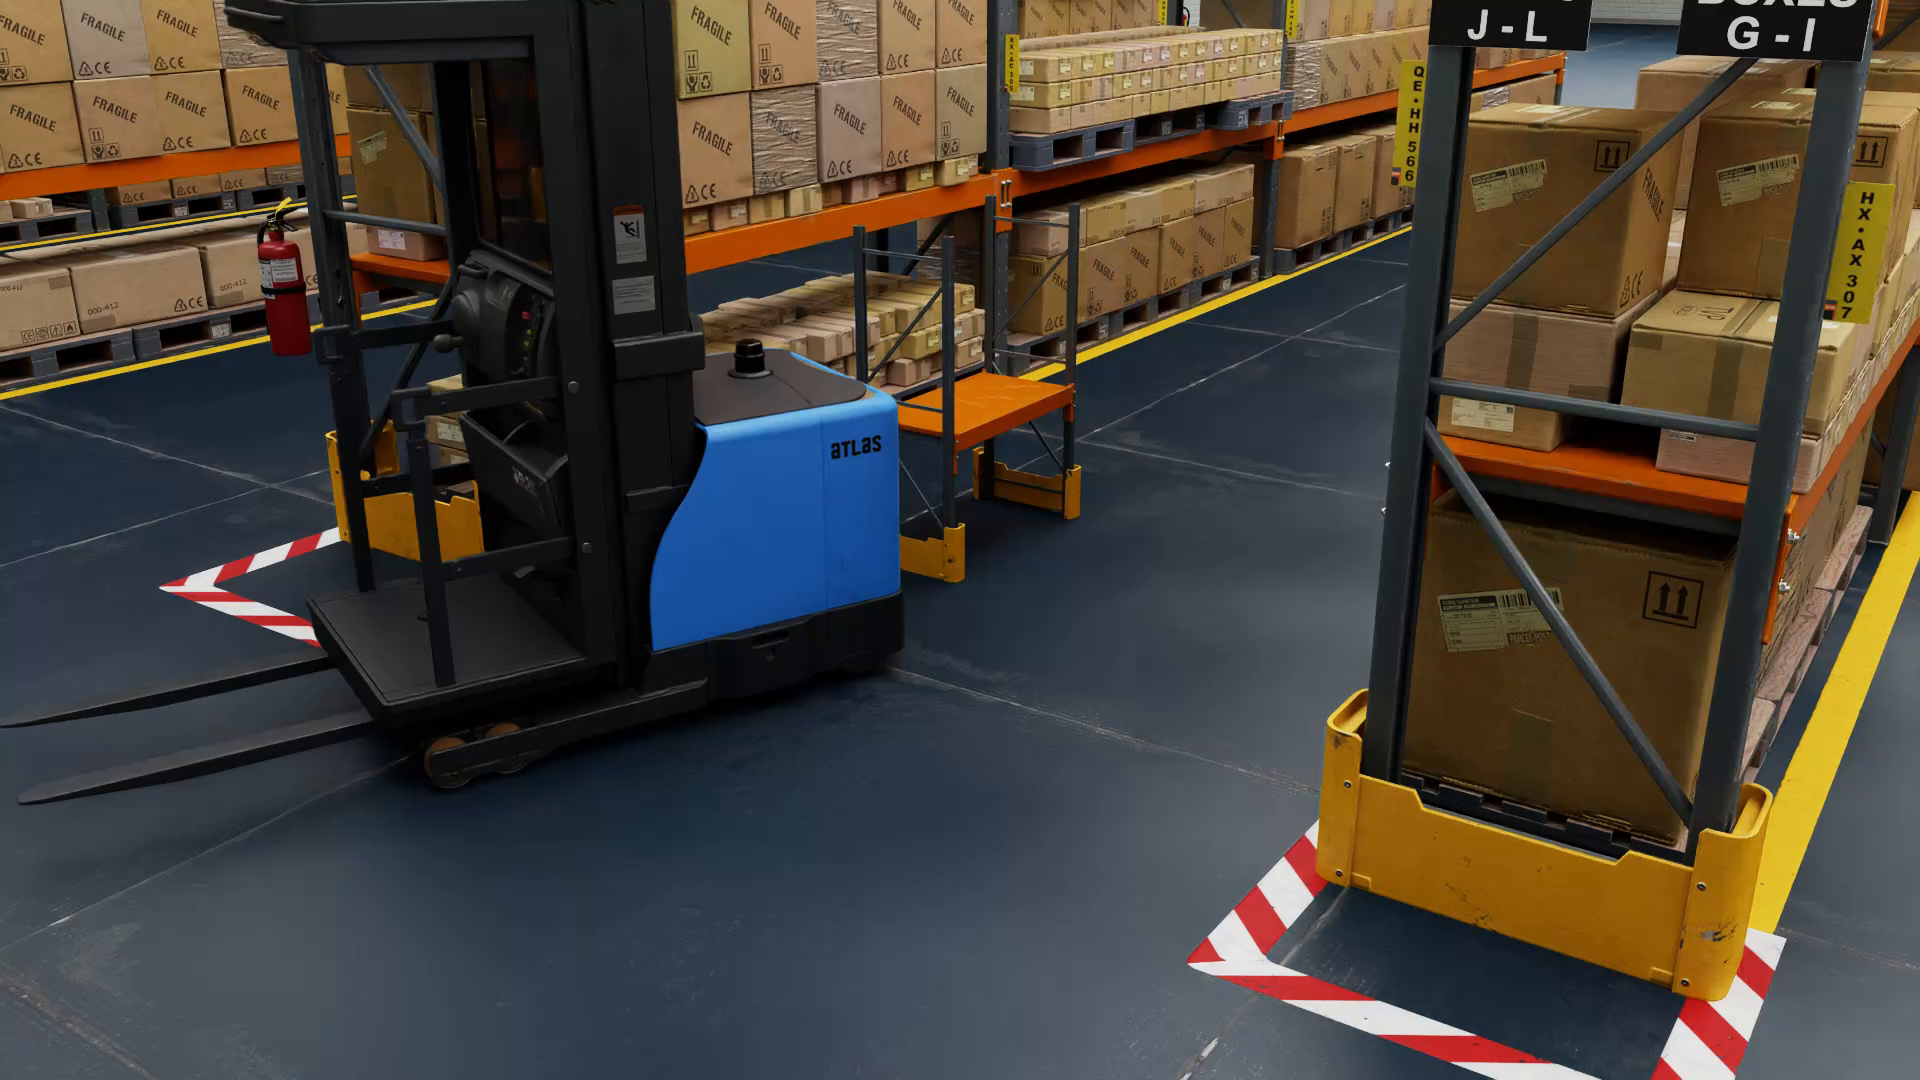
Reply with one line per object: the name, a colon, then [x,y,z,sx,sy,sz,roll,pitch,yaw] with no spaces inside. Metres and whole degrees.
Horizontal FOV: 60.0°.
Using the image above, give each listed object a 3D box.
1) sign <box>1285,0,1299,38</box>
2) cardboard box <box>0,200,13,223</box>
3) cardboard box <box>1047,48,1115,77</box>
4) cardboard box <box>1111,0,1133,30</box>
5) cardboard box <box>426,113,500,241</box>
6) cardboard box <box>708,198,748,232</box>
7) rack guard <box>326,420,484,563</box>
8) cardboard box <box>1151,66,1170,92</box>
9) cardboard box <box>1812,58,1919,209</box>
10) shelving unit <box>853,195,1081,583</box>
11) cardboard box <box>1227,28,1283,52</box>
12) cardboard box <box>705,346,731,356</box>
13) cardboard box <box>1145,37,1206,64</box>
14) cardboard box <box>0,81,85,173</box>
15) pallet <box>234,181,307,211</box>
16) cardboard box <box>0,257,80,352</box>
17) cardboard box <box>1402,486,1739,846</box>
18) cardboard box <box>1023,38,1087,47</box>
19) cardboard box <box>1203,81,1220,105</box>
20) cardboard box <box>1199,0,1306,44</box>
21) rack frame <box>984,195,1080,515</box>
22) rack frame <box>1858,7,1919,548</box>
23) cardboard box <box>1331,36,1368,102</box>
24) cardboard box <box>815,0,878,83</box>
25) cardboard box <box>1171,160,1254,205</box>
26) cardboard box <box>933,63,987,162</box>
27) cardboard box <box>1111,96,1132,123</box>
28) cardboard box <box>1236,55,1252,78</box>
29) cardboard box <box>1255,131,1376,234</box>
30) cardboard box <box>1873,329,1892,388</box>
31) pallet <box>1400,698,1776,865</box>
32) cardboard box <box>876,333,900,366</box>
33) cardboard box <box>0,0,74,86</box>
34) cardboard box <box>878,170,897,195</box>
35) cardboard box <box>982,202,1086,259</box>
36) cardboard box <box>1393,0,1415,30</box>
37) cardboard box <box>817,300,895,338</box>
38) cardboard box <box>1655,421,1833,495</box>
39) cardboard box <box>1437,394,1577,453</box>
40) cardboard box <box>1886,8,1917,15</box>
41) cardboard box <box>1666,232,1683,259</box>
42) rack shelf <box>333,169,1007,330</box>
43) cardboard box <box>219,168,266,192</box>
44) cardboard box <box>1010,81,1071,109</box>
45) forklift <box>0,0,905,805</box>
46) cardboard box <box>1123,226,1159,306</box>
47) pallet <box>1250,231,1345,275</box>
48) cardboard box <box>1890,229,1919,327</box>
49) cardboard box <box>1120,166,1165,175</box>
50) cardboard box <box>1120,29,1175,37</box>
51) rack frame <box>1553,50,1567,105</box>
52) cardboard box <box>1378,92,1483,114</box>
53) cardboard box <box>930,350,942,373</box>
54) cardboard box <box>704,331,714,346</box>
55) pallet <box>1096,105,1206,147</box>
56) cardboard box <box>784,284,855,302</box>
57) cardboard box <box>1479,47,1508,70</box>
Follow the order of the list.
sign: [2.551,-4.031,12.783,0.100,0.325,0.005,13,24,32]
cardboard box: [-8.680,-2.979,14.830,0.396,0.266,0.258,14,25,34]
cardboard box: [0.749,-3.016,10.494,0.380,0.149,0.250,14,24,32]
cardboard box: [1.797,-6.551,20.579,0.500,0.500,0.500,13,24,32]
cardboard box: [-1.919,-1.594,7.178,0.500,0.500,0.500,15,25,34]
cardboard box: [-1.275,-1.631,8.213,0.380,0.149,0.250,13,24,31]
rack guard: [-2.357,-0.182,7.537,1.175,0.500,0.348,13,24,32]
cardboard box: [1.184,-3.100,11.149,0.380,0.149,0.250,13,24,31]
cardboard box: [3.572,-1.578,6.414,0.500,0.500,0.500,14,24,32]
shelving unit: [0.043,-0.725,7.564,0.587,1.500,1.083,13,24,32]
cardboard box: [2.201,-3.756,12.495,0.380,0.149,0.250,12,24,30]
cardboard box: [-1.287,-0.871,8.441,0.380,0.149,0.250,14,25,34]
cardboard box: [1.472,-3.386,11.493,0.380,0.149,0.250,15,25,34]
cardboard box: [-5.782,-2.548,10.186,0.500,0.500,0.500,13,24,31]
pallet: [-7.298,-3.668,17.377,1.003,0.211,1.213,13,24,32]
cardboard box: [-6.262,-1.473,10.512,0.875,0.438,0.875,12,24,30]
cardboard box: [1.939,0.264,5.185,0.875,0.875,0.875,13,24,32]
cardboard box: [0.646,-3.366,11.439,0.380,0.149,0.250,12,23,29]
cardboard box: [1.622,-3.183,11.803,0.380,0.149,0.250,12,23,29]
cardboard box: [2.358,-4.271,13.402,0.700,0.500,0.500,13,24,32]
rack frame: [0.334,-0.874,7.965,0.500,1.500,0.032,13,24,32]
rack frame: [3.894,-1.484,7.453,1.000,3.000,0.127,13,24,32]
cardboard box: [3.140,-4.042,14.225,0.500,0.500,0.500,13,24,32]
cardboard box: [-0.777,-2.655,8.604,0.500,0.500,0.500,14,24,33]
cardboard box: [1.930,-2.757,12.811,0.500,0.250,0.500,13,24,31]
cardboard box: [-0.189,-2.473,9.554,0.500,0.500,0.500,13,24,32]
cardboard box: [0.887,-2.806,10.785,0.380,0.149,0.250,14,24,32]
cardboard box: [1.902,-3.463,12.132,0.380,0.149,0.250,14,24,33]
cardboard box: [3.003,-3.179,14.672,1.050,0.750,0.750,14,24,33]
cardboard box: [2.839,-0.625,5.494,0.380,0.149,0.250,13,24,31]
pallet: [2.030,0.727,5.496,1.003,0.211,1.213,13,24,32]
cardboard box: [-0.565,-1.114,9.529,0.380,0.149,0.250,14,24,32]
cardboard box: [-5.760,-3.017,10.011,0.500,0.500,0.500,13,24,30]
cardboard box: [-0.574,-2.014,9.248,0.380,0.149,0.250,13,24,30]
cardboard box: [0.483,-2.017,10.811,0.500,0.250,0.500,12,23,29]
cardboard box: [3.784,-5.000,15.373,0.700,0.500,0.500,13,24,31]
cardboard box: [-0.591,-1.253,9.476,0.380,0.149,0.250,14,25,34]
cardboard box: [2.118,-0.256,4.496,0.380,0.149,0.250,14,24,32]
cardboard box: [1.573,-0.385,4.844,0.380,0.149,0.250,14,24,33]
cardboard box: [4.642,-2.381,8.288,0.797,0.503,0.637,14,24,32]
cardboard box: [2.270,-0.888,5.629,0.500,0.250,0.500,12,24,30]
rack shelf: [-1.275,-1.569,8.720,1.077,0.370,4.000,13,24,32]
cardboard box: [-7.376,-3.800,16.713,0.500,0.500,0.500,12,24,30]
cardboard box: [0.451,-2.722,10.129,0.380,0.149,0.250,14,24,33]
forklift: [-1.730,-0.756,5.585,3.031,2.935,1.130,-13,24,-31]
cardboard box: [1.063,-1.970,11.766,0.500,0.500,0.500,14,24,33]
pallet: [2.603,-2.532,14.305,1.003,0.211,1.213,13,24,32]
cardboard box: [3.000,-0.935,5.757,0.500,0.250,0.500,13,24,31]
cardboard box: [1.225,-2.708,12.680,0.500,0.250,0.500,13,24,31]
cardboard box: [1.387,-3.744,12.463,0.380,0.149,0.250,13,24,32]
rack frame: [6.595,-5.923,19.455,1.000,3.000,0.127,13,24,32]
cardboard box: [4.757,-4.143,17.099,0.875,0.875,0.875,14,24,33]
cardboard box: [-0.305,-1.103,9.927,0.380,0.149,0.250,14,25,33]
cardboard box: [-1.540,-1.037,8.890,0.380,0.149,0.250,12,24,30]
pallet: [1.018,-2.962,11.726,1.003,0.211,1.213,13,24,32]
cardboard box: [-0.821,-1.411,9.903,0.380,0.149,0.250,13,24,31]
cardboard box: [5.235,-5.248,17.414,0.875,0.550,0.550,13,24,32]
